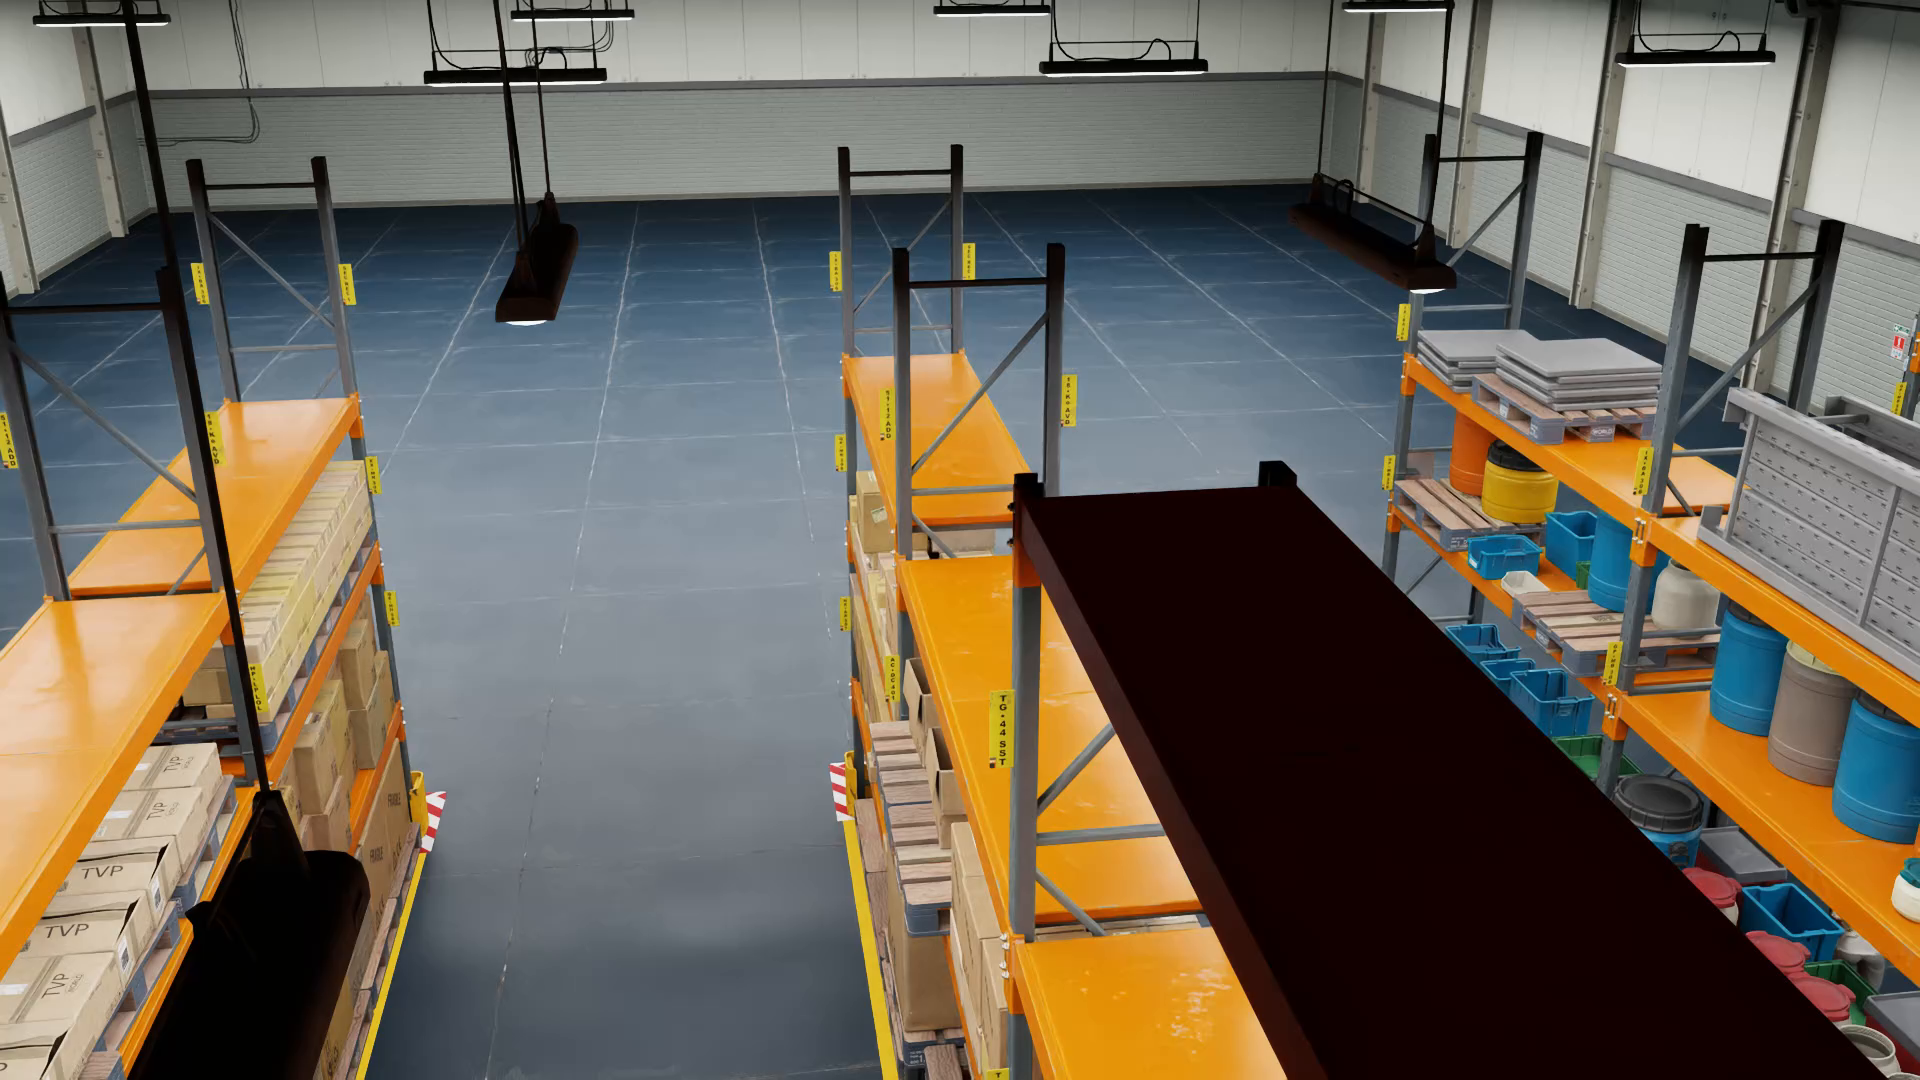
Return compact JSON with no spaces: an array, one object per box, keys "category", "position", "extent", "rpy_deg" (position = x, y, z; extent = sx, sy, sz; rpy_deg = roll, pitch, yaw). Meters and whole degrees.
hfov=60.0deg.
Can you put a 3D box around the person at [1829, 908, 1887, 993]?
[{"category":"person","position":[6.484,2.930,12.016],"extent":[0.532,1.662,0.763],"rpy_deg":[3,22,8]}]
